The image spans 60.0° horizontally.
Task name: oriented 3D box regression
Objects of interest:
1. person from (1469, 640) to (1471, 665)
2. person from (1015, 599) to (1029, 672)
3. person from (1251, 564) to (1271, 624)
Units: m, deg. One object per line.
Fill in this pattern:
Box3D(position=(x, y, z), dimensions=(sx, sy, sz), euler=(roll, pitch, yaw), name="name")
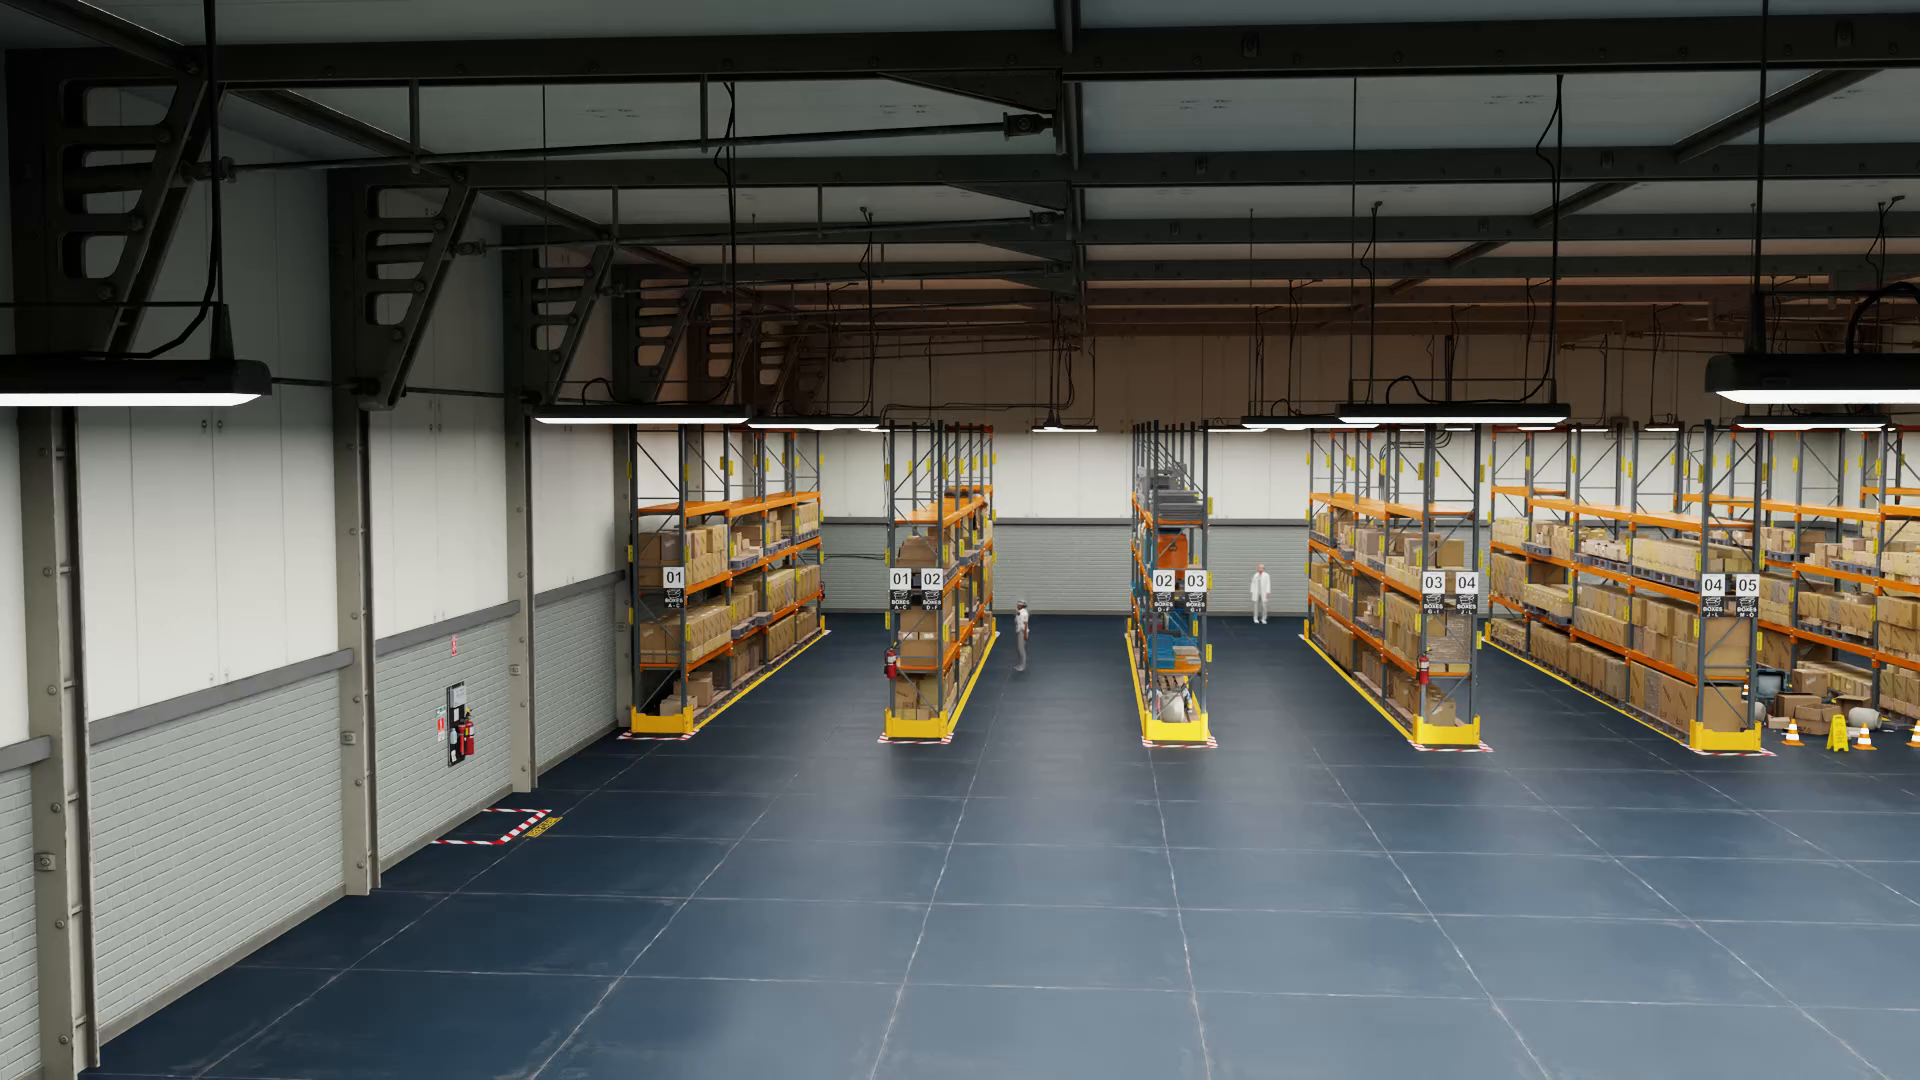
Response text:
Box3D(position=(11.853, 2.413, 39.308), dimensions=(0.429, 1.641, 0.508), euler=(-1, 4, -17), name="person")
Box3D(position=(1.493, 2.301, 40.272), dimensions=(0.365, 1.719, 0.577), euler=(0, 4, -7), name="person")
Box3D(position=(9.150, 1.643, 50.629), dimensions=(0.615, 1.801, 0.415), euler=(1, 4, 21), name="person")
